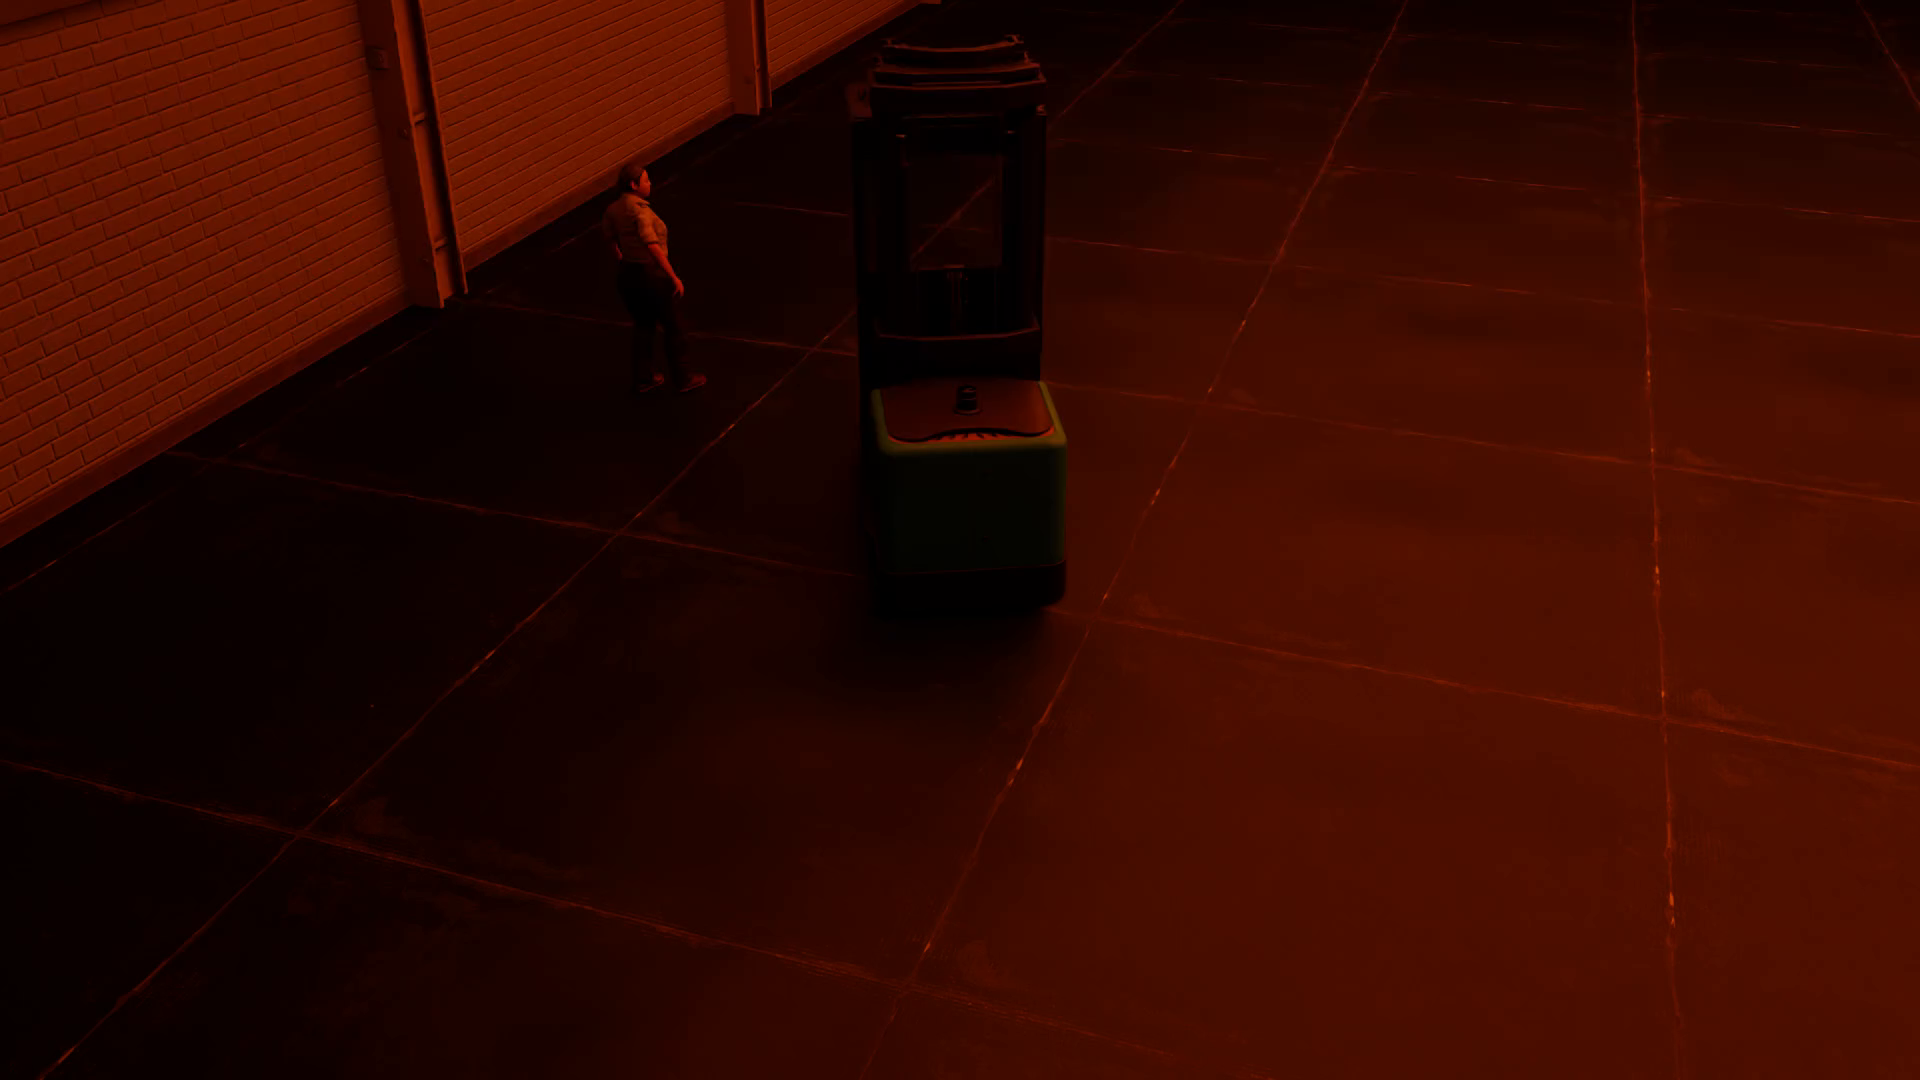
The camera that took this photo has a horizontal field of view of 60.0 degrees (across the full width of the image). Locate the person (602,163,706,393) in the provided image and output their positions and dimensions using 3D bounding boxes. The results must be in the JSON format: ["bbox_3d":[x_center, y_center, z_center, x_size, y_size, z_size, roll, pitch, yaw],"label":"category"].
[{"bbox_3d":[-2.143,-1.835,11.656,0.653,1.647,0.492,20,35,31],"label":"person"}]

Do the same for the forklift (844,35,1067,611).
[{"bbox_3d":[-0.092,-1.582,9.912,1.130,2.935,3.031,-3,30,-6],"label":"forklift"}]
